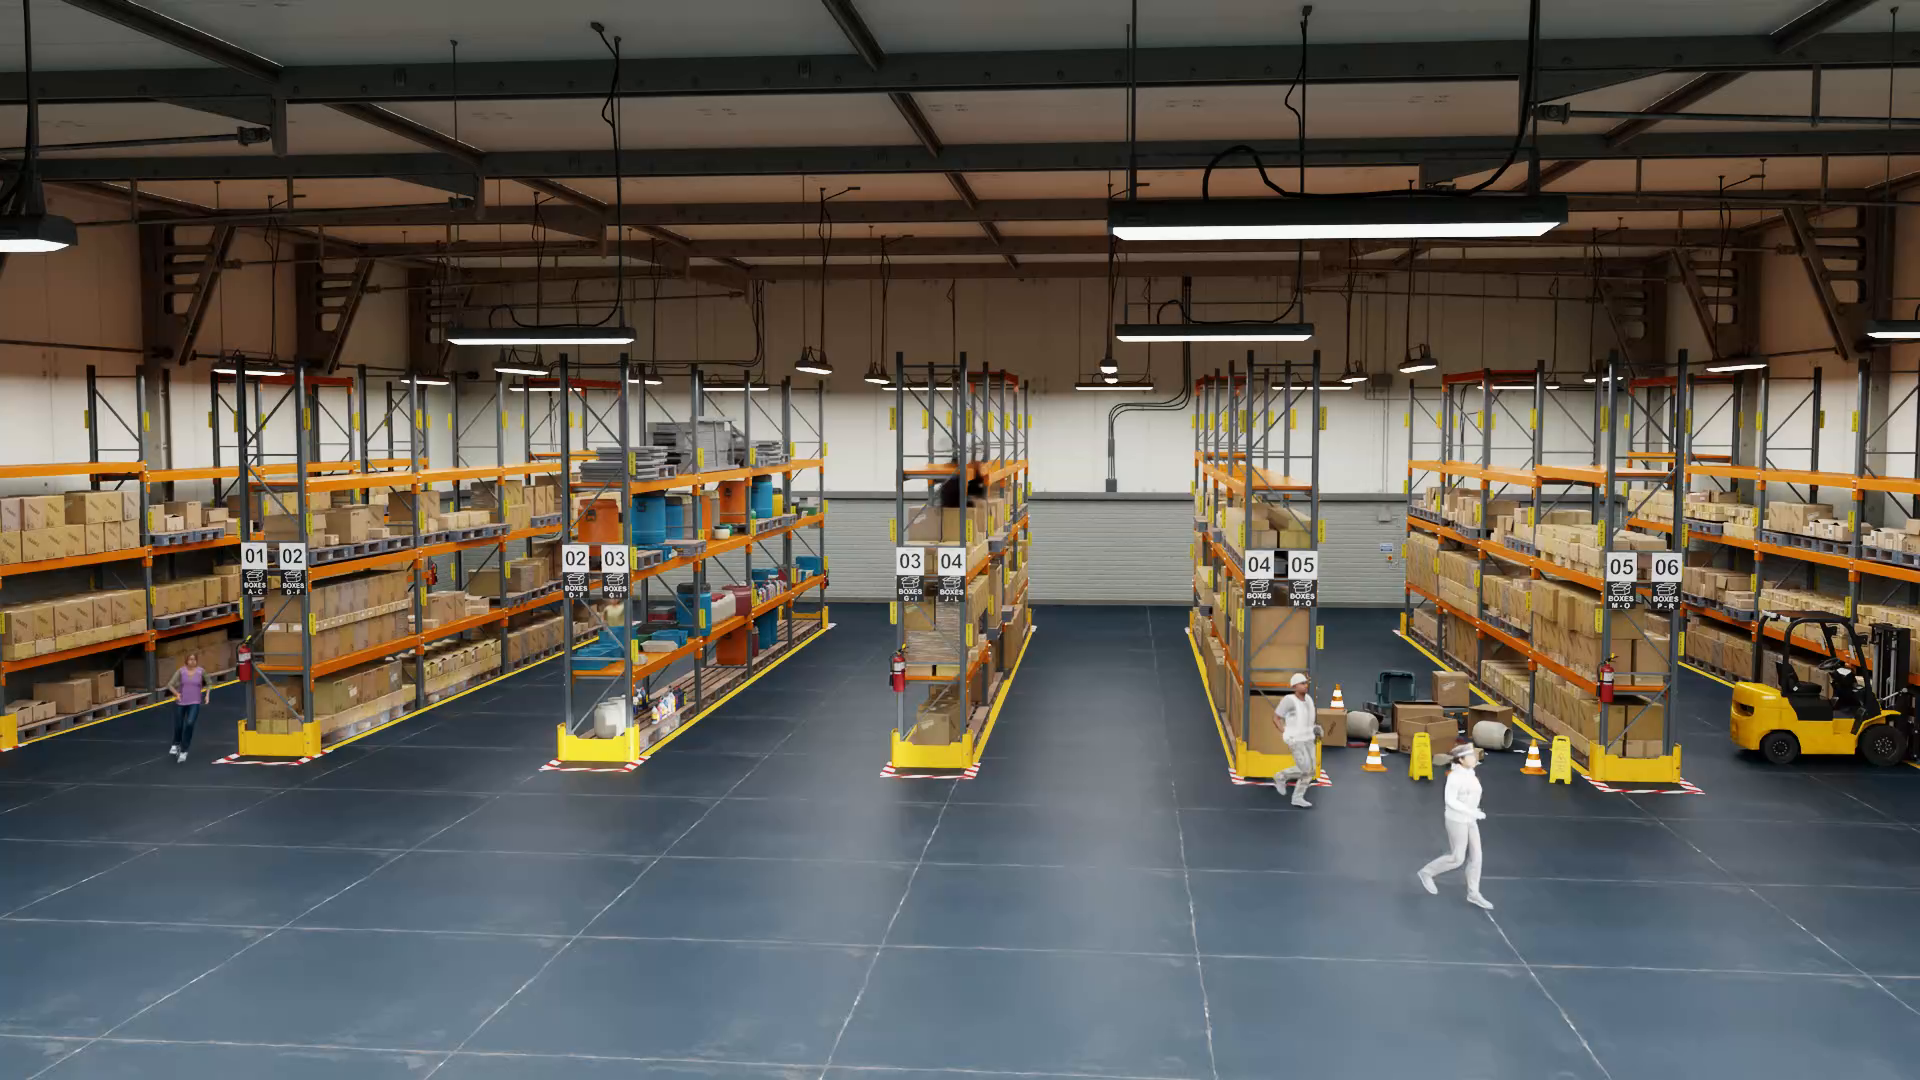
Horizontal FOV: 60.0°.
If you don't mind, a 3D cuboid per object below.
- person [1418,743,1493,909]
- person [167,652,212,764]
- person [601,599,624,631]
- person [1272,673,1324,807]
[{"bbox_3d":[5.190,2.936,17.317,0.784,1.705,0.640,3,5,40],"label":"person"},{"bbox_3d":[-11.452,2.461,24.703,0.608,1.608,0.723,-2,4,-20],"label":"person"},{"bbox_3d":[-6.857,1.844,33.026,0.578,1.616,0.579,0,4,-4],"label":"person"},{"bbox_3d":[4.411,2.600,21.641,0.687,1.735,0.599,-3,5,-40],"label":"person"}]
